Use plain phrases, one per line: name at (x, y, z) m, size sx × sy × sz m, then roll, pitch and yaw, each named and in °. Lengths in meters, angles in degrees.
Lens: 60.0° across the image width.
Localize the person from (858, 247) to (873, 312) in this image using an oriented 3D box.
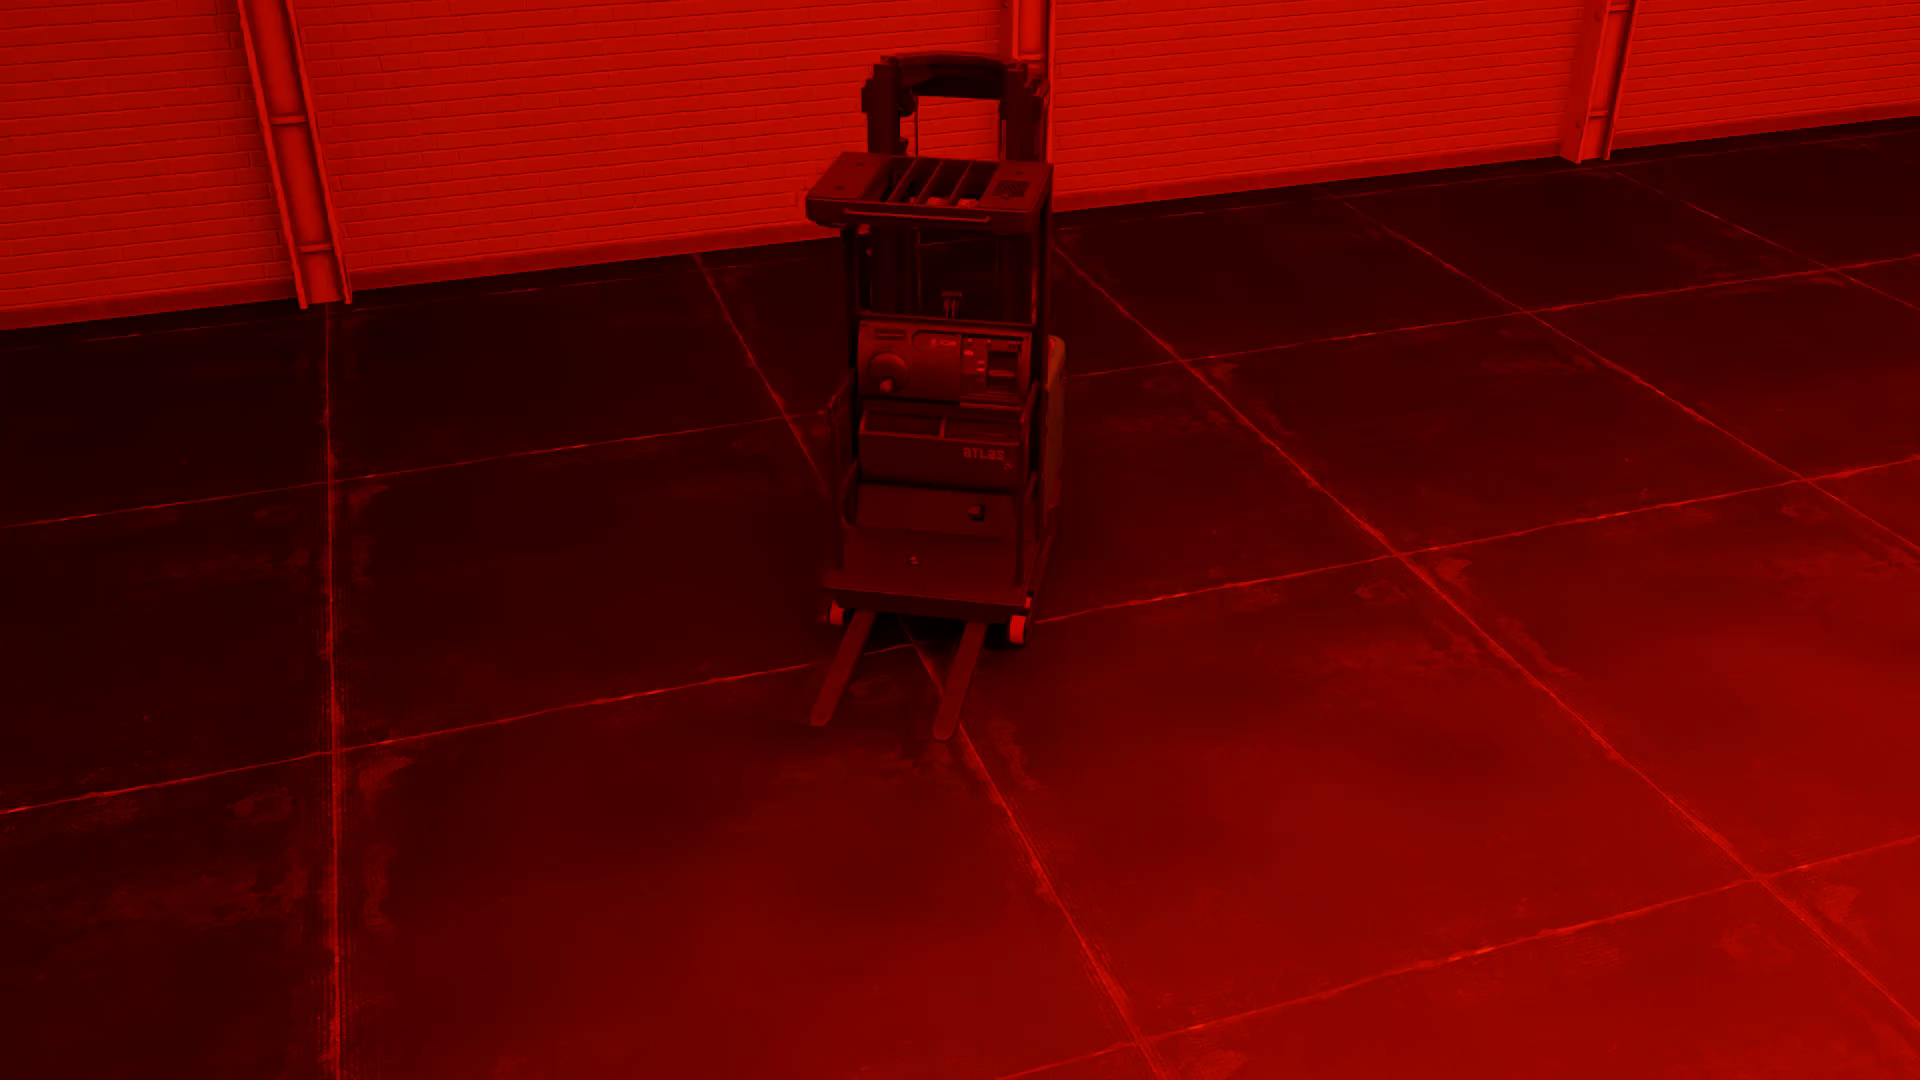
person at (-0.434, -1.228, 10.471) m, size 0.470 × 1.695 × 0.738 m, roll -13°, pitch 32°, yaw -21°

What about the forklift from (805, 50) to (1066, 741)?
forklift at (-0.122, -0.897, 8.645) m, size 1.130 × 2.935 × 3.031 m, roll 5°, pitch 30°, yaw 9°
